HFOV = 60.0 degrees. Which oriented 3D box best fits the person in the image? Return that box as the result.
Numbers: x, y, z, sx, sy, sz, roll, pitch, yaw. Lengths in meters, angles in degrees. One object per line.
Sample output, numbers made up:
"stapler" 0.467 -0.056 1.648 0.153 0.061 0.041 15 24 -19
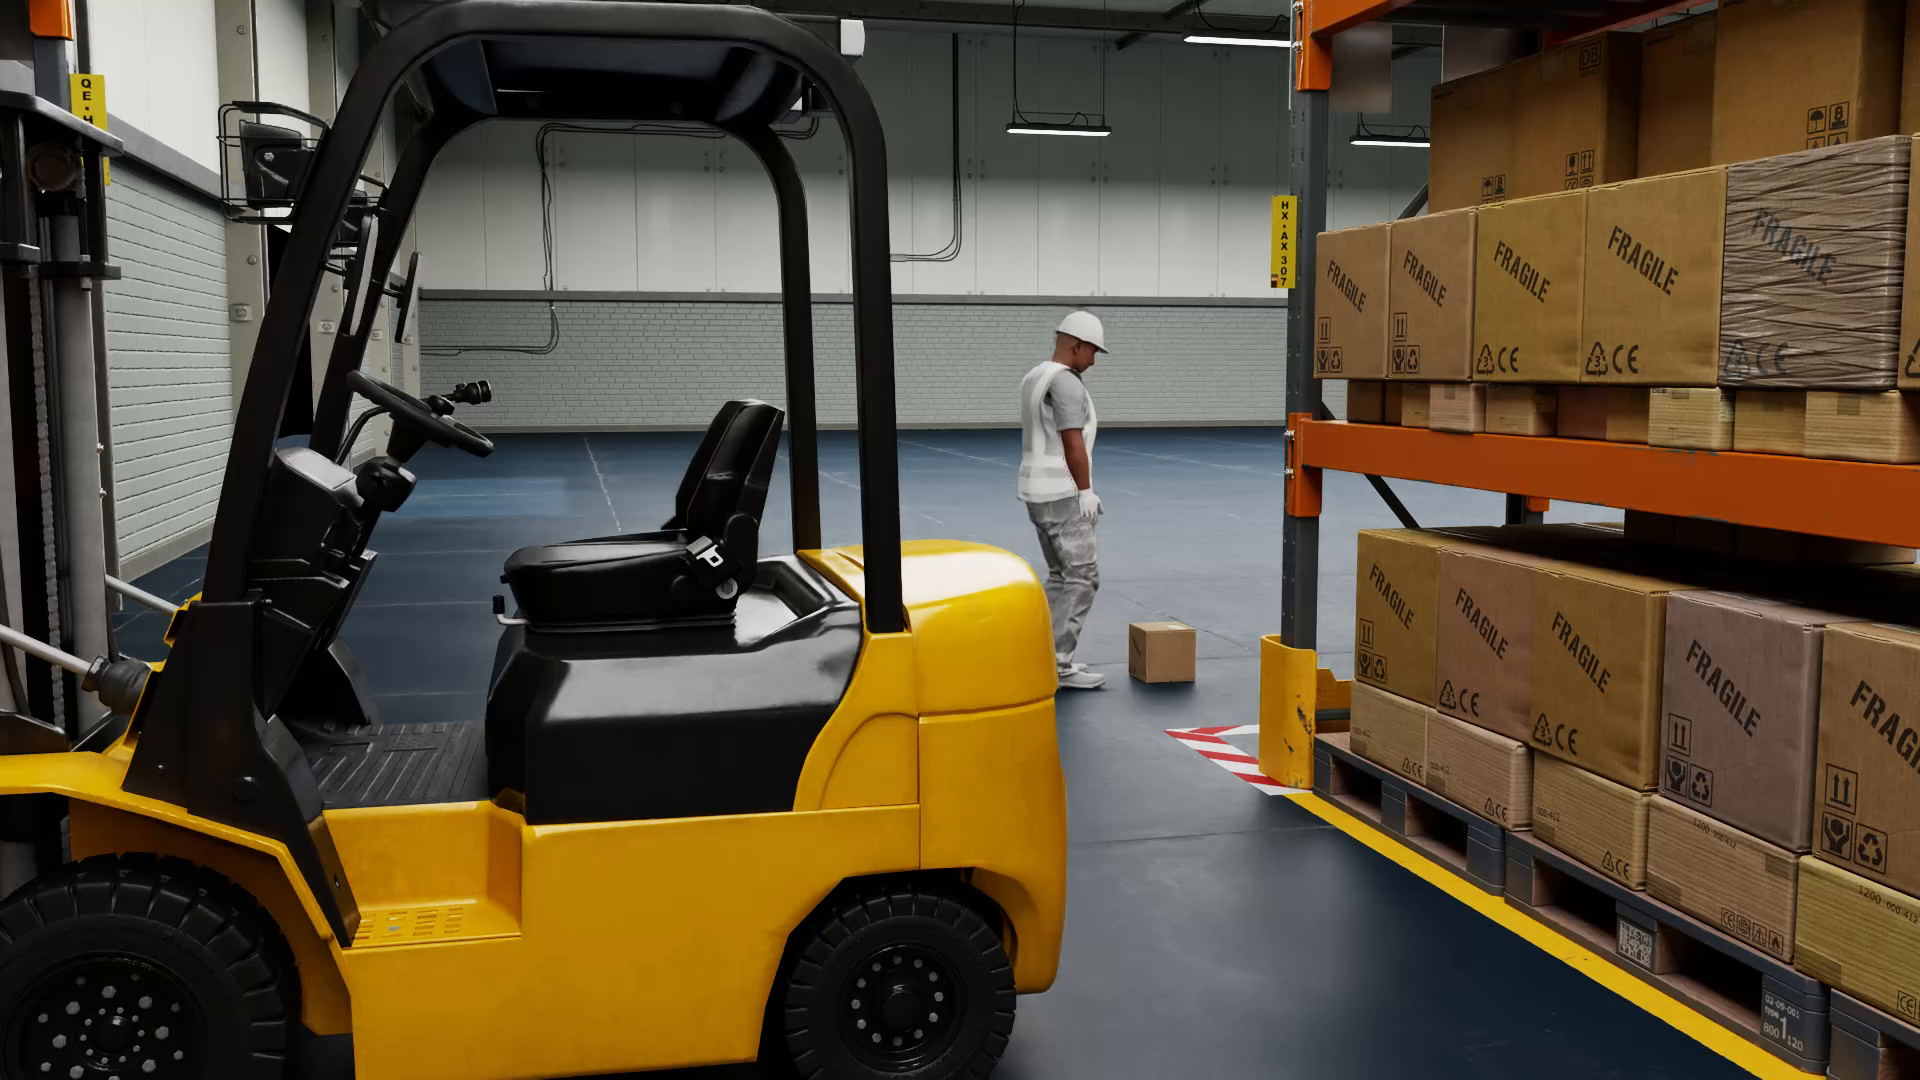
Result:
"person" 0.489 -0.195 7.825 0.427 1.748 0.566 -1 6 -12
